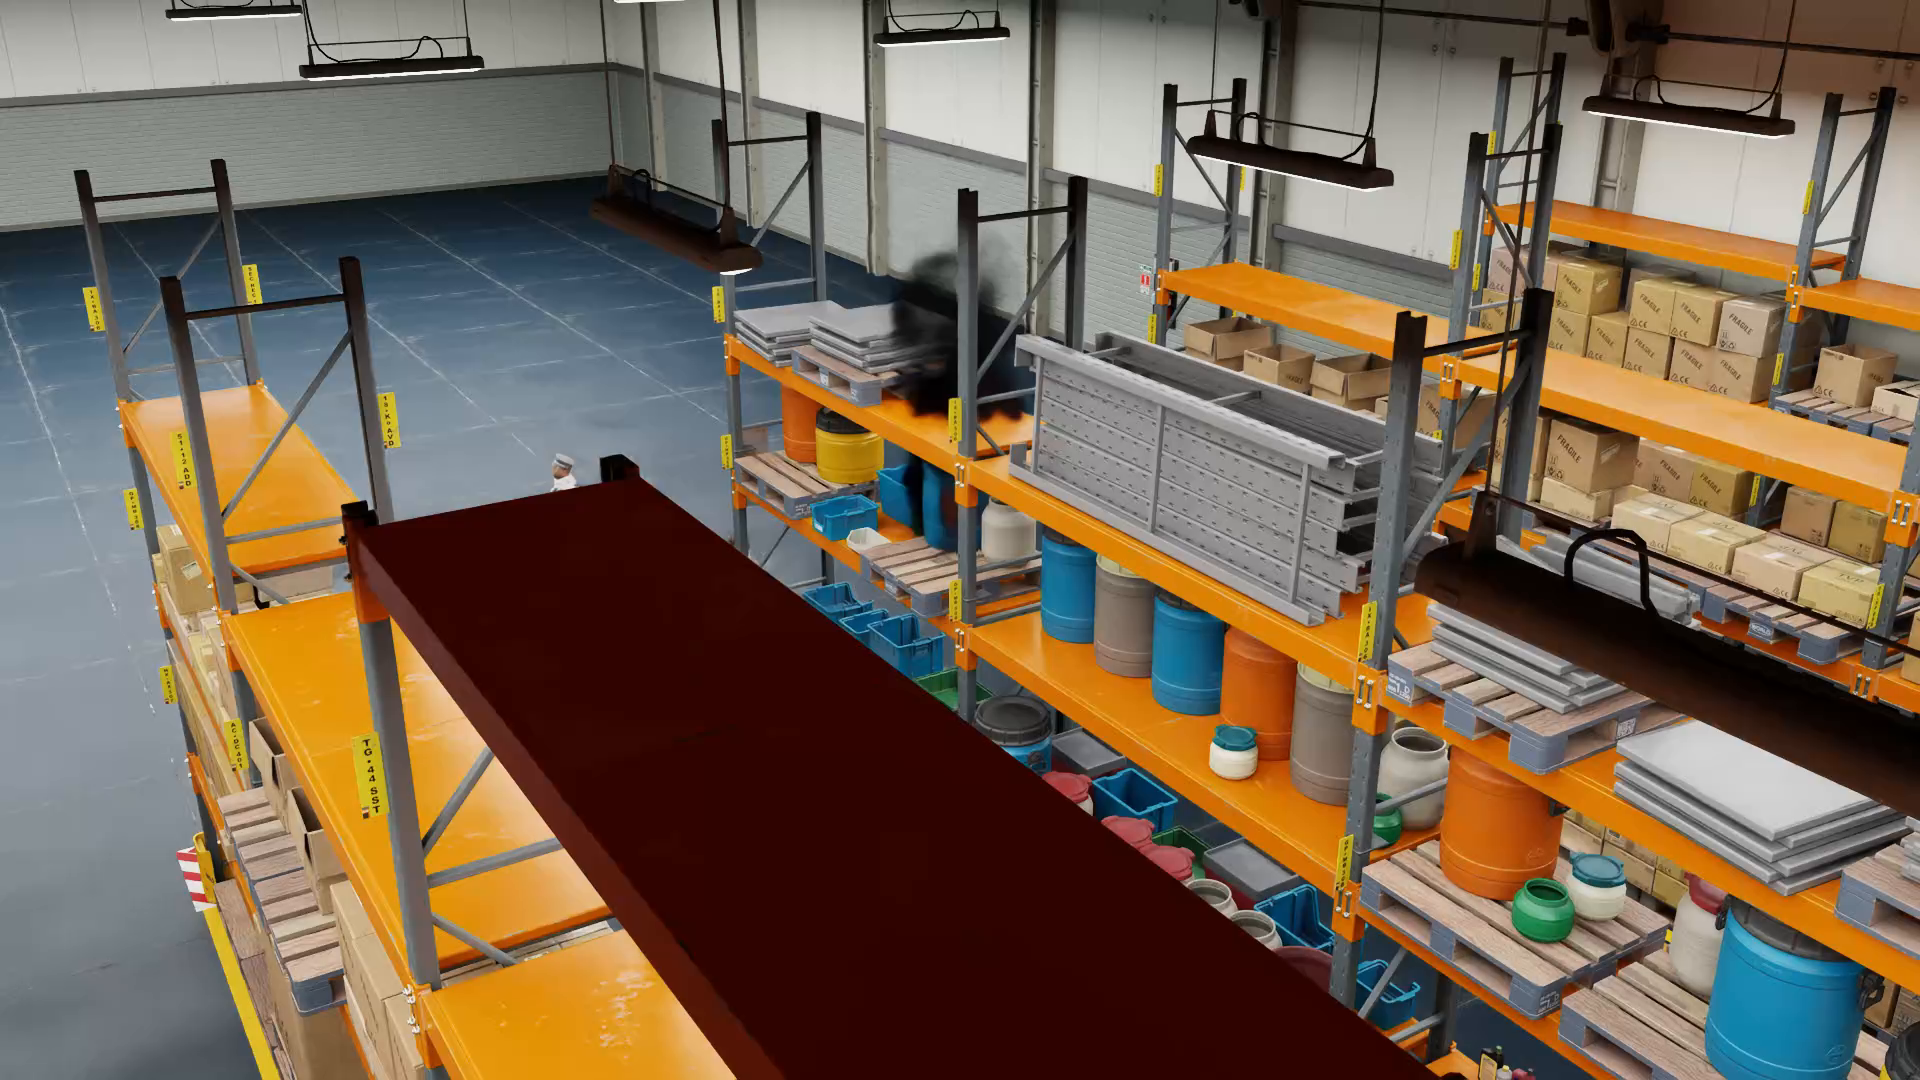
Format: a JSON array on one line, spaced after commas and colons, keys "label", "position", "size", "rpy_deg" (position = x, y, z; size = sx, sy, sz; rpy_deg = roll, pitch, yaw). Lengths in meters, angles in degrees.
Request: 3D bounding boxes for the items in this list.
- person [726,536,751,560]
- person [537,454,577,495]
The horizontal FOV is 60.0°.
[{"label": "person", "position": [-2.294, 0.653, 17.760], "size": [0.690, 1.551, 0.611], "rpy_deg": [-1, 22, -1]}, {"label": "person", "position": [-4.621, -0.125, 19.366], "size": [0.705, 1.835, 0.640], "rpy_deg": [-2, 22, -6]}]
